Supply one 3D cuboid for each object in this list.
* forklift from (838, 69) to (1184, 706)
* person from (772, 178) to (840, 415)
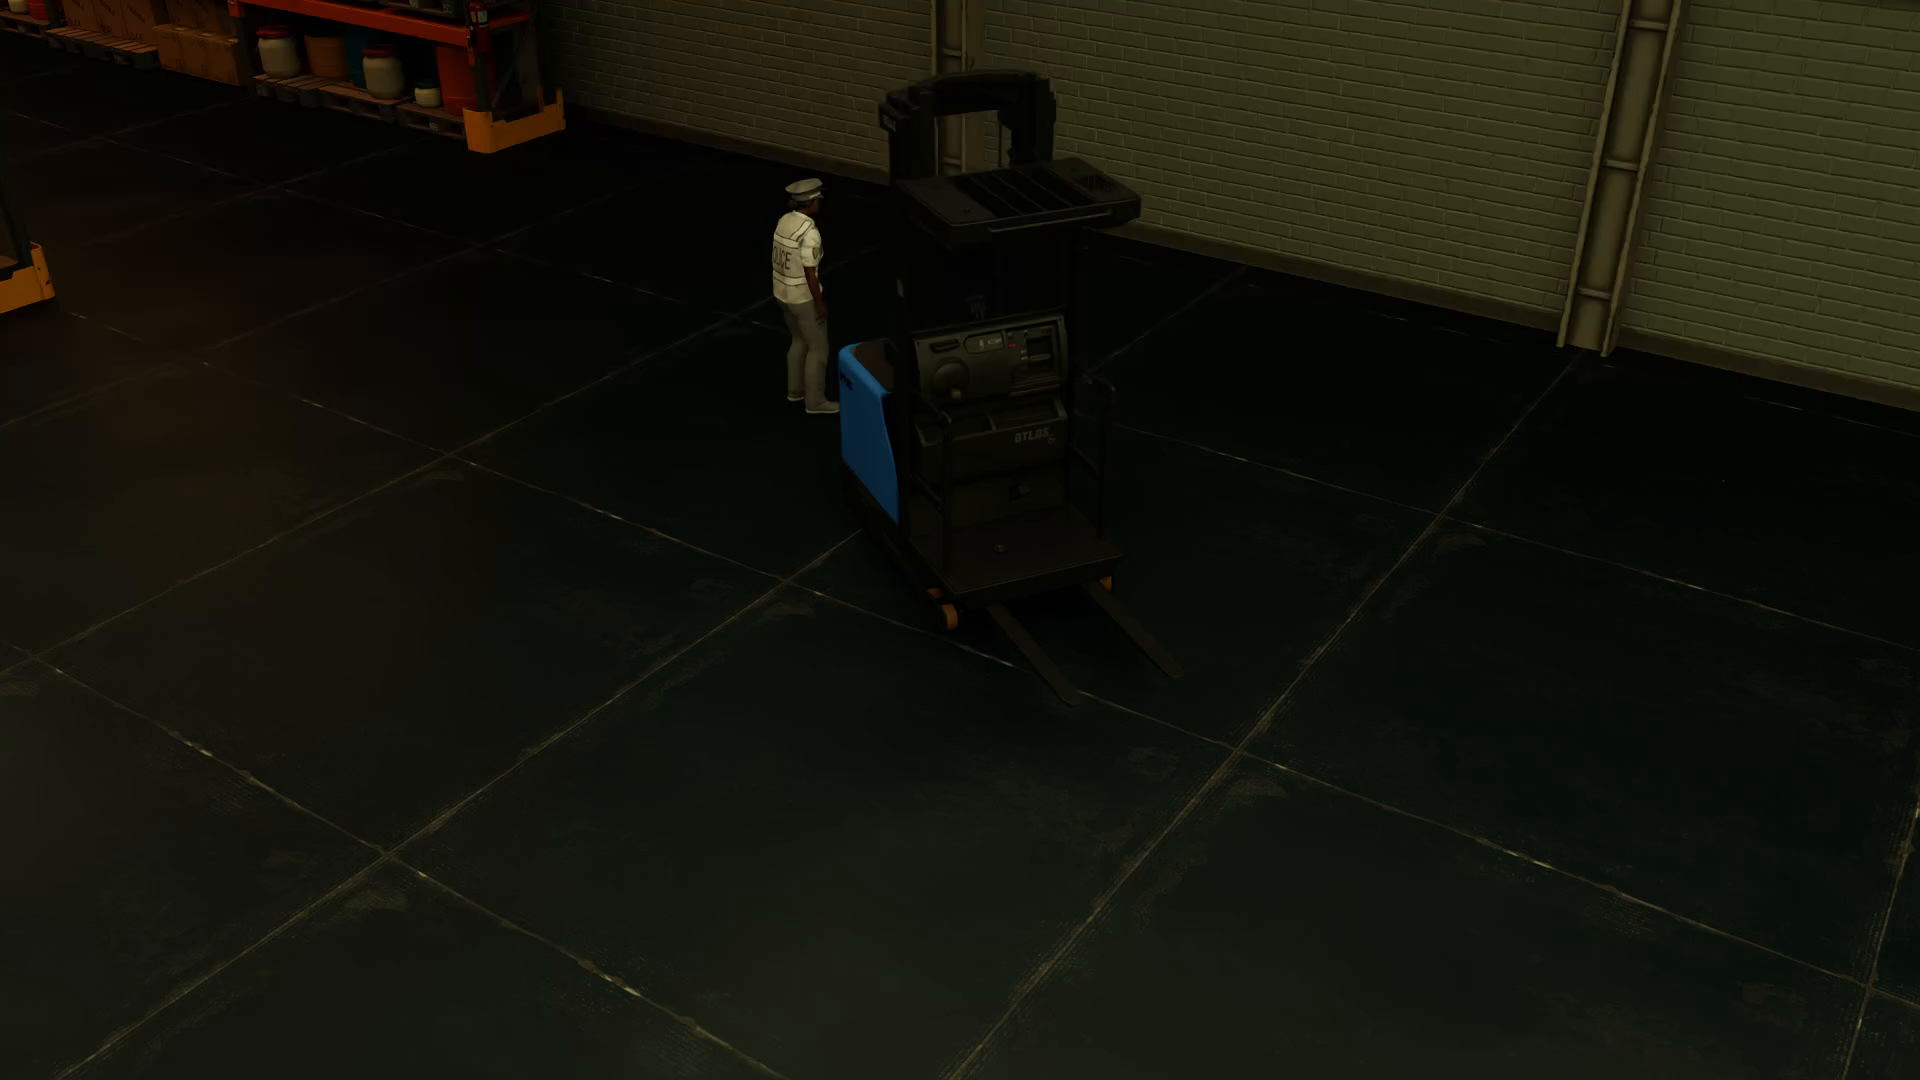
[{"bbox_3d":[0.271,-0.983,9.275,1.130,2.935,3.031,-12,32,-20],"label":"forklift"},{"bbox_3d":[-1.102,-1.720,11.815,0.395,1.656,0.525,-18,35,-28],"label":"person"}]
